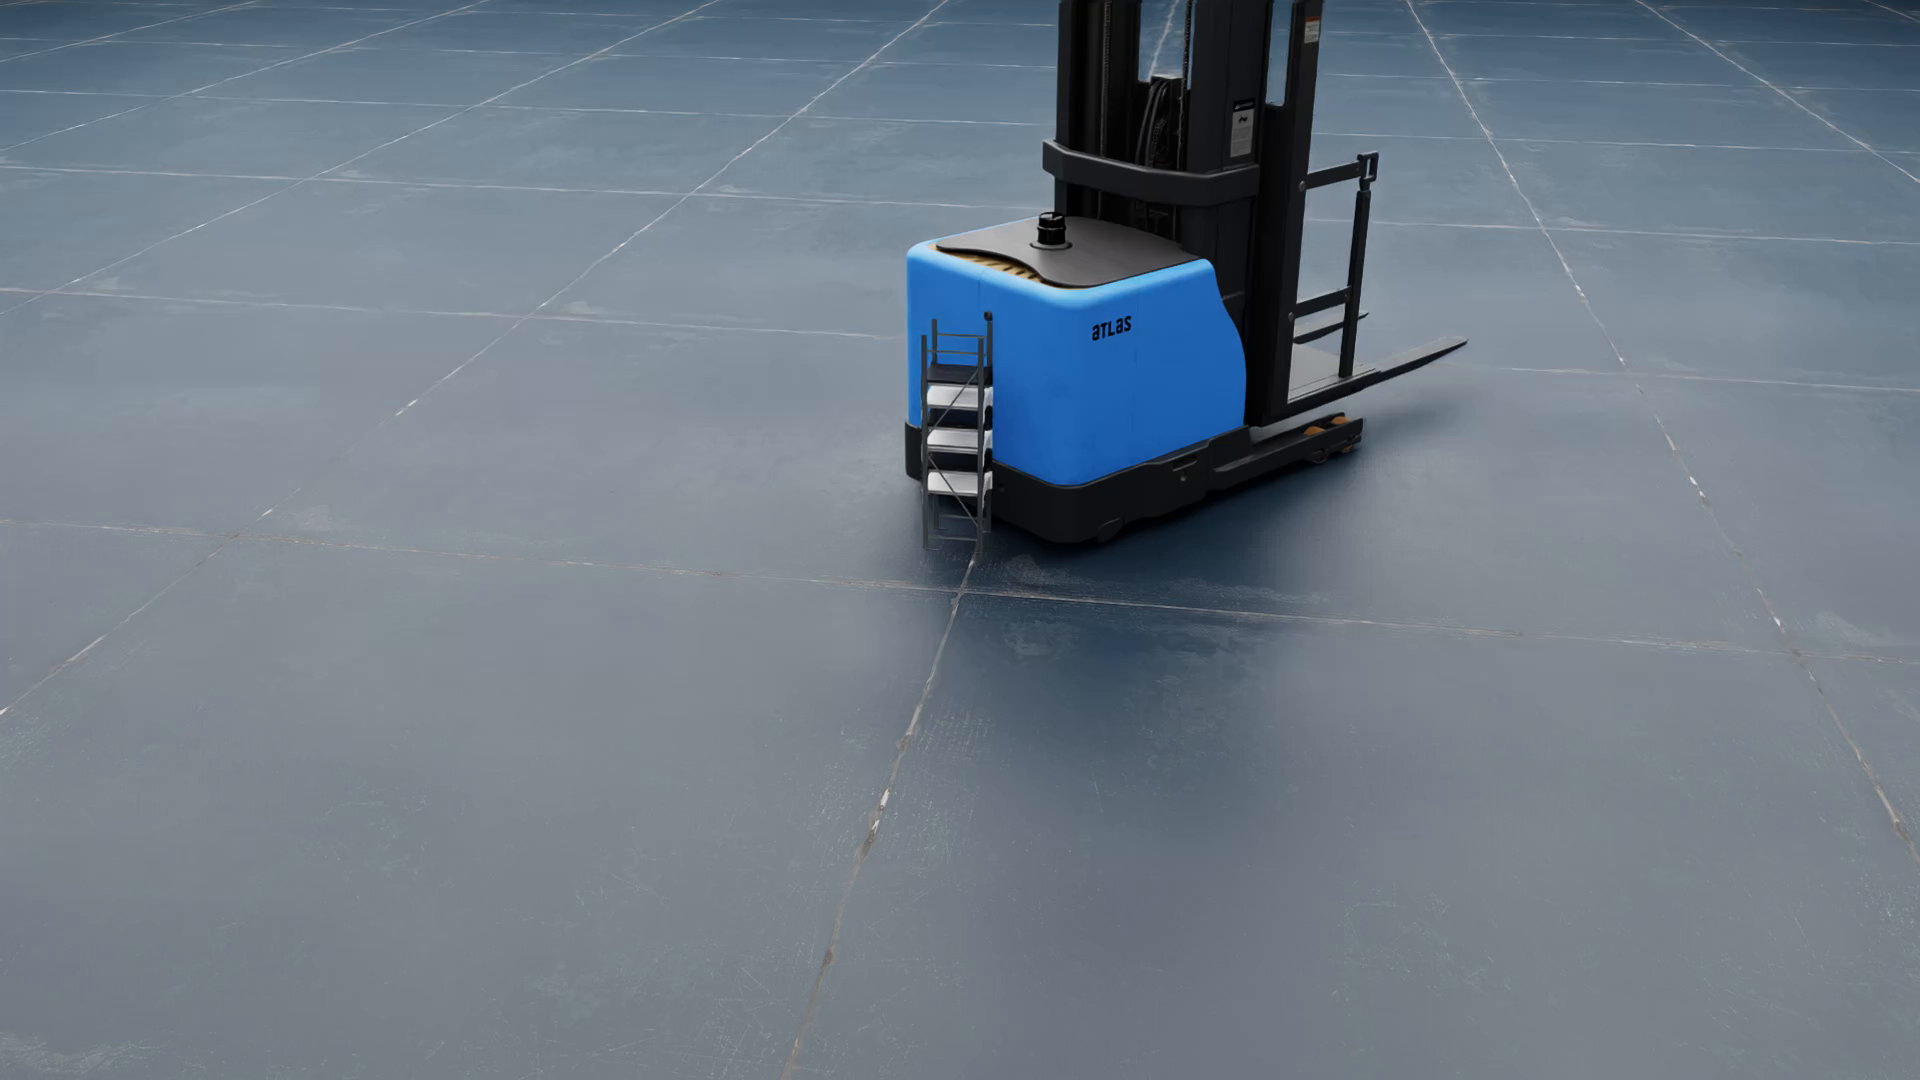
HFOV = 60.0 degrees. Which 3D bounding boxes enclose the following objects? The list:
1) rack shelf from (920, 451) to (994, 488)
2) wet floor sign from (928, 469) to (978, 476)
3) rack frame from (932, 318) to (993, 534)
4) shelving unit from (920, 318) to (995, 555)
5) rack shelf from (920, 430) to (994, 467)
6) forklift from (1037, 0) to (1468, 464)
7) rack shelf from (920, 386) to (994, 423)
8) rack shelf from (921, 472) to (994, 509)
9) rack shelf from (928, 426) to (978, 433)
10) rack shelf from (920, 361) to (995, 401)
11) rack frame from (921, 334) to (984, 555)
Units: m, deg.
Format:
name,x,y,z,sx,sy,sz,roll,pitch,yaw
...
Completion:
name,x,y,z,sx,sy,sz,roll,pitch,yaw
rack shelf,-0.010,-0.290,6.599,0.258,0.077,0.200,5,25,10
wet floor sign,-6.037,0.482,4.959,8.970,0.644,9.315,13,28,26
rack frame,0.009,-0.444,6.637,0.240,0.900,0.006,5,25,10
shelving unit,-0.010,-0.402,6.547,0.258,0.900,0.210,5,25,10
rack shelf,-0.010,-0.372,6.561,0.258,0.077,0.200,5,25,10
forklift,1.243,-1.803,7.220,2.937,2.867,1.118,-20,32,-37
rack shelf,-0.010,-0.535,6.485,0.258,0.077,0.200,5,25,10
rack shelf,-0.010,-0.209,6.637,0.258,0.077,0.200,5,25,10
rack shelf,-0.010,-0.467,6.516,0.199,0.015,0.184,5,25,10
rack shelf,-0.010,-0.616,6.446,0.258,0.077,0.200,5,25,10
rack frame,-0.029,-0.359,6.456,0.240,0.900,0.006,5,25,10
